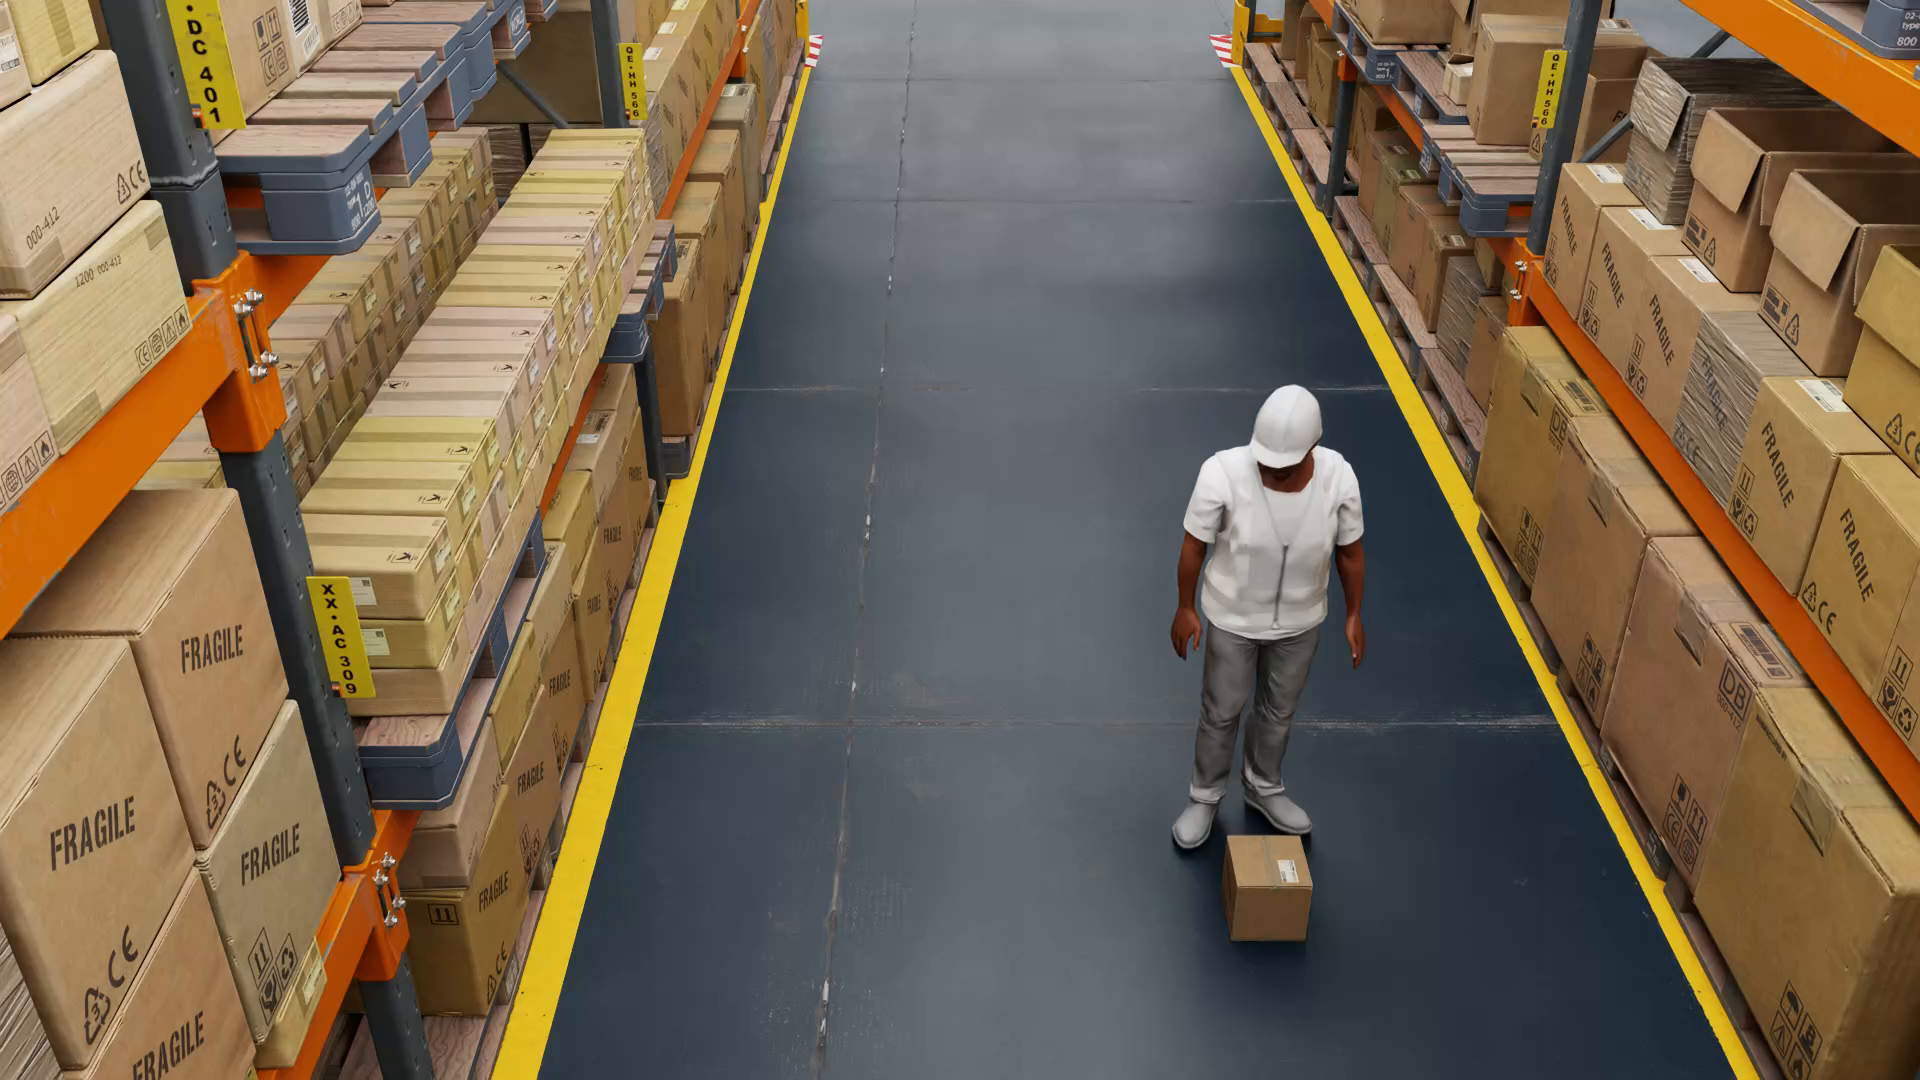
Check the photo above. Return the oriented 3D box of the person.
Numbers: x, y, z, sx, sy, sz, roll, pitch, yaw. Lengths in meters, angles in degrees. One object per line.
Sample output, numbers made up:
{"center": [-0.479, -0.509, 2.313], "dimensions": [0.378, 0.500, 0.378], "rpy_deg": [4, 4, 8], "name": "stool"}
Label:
{"center": [1.053, 0.266, 5.642], "dimensions": [0.650, 1.772, 0.379], "rpy_deg": [-3, 32, -6], "name": "person"}
